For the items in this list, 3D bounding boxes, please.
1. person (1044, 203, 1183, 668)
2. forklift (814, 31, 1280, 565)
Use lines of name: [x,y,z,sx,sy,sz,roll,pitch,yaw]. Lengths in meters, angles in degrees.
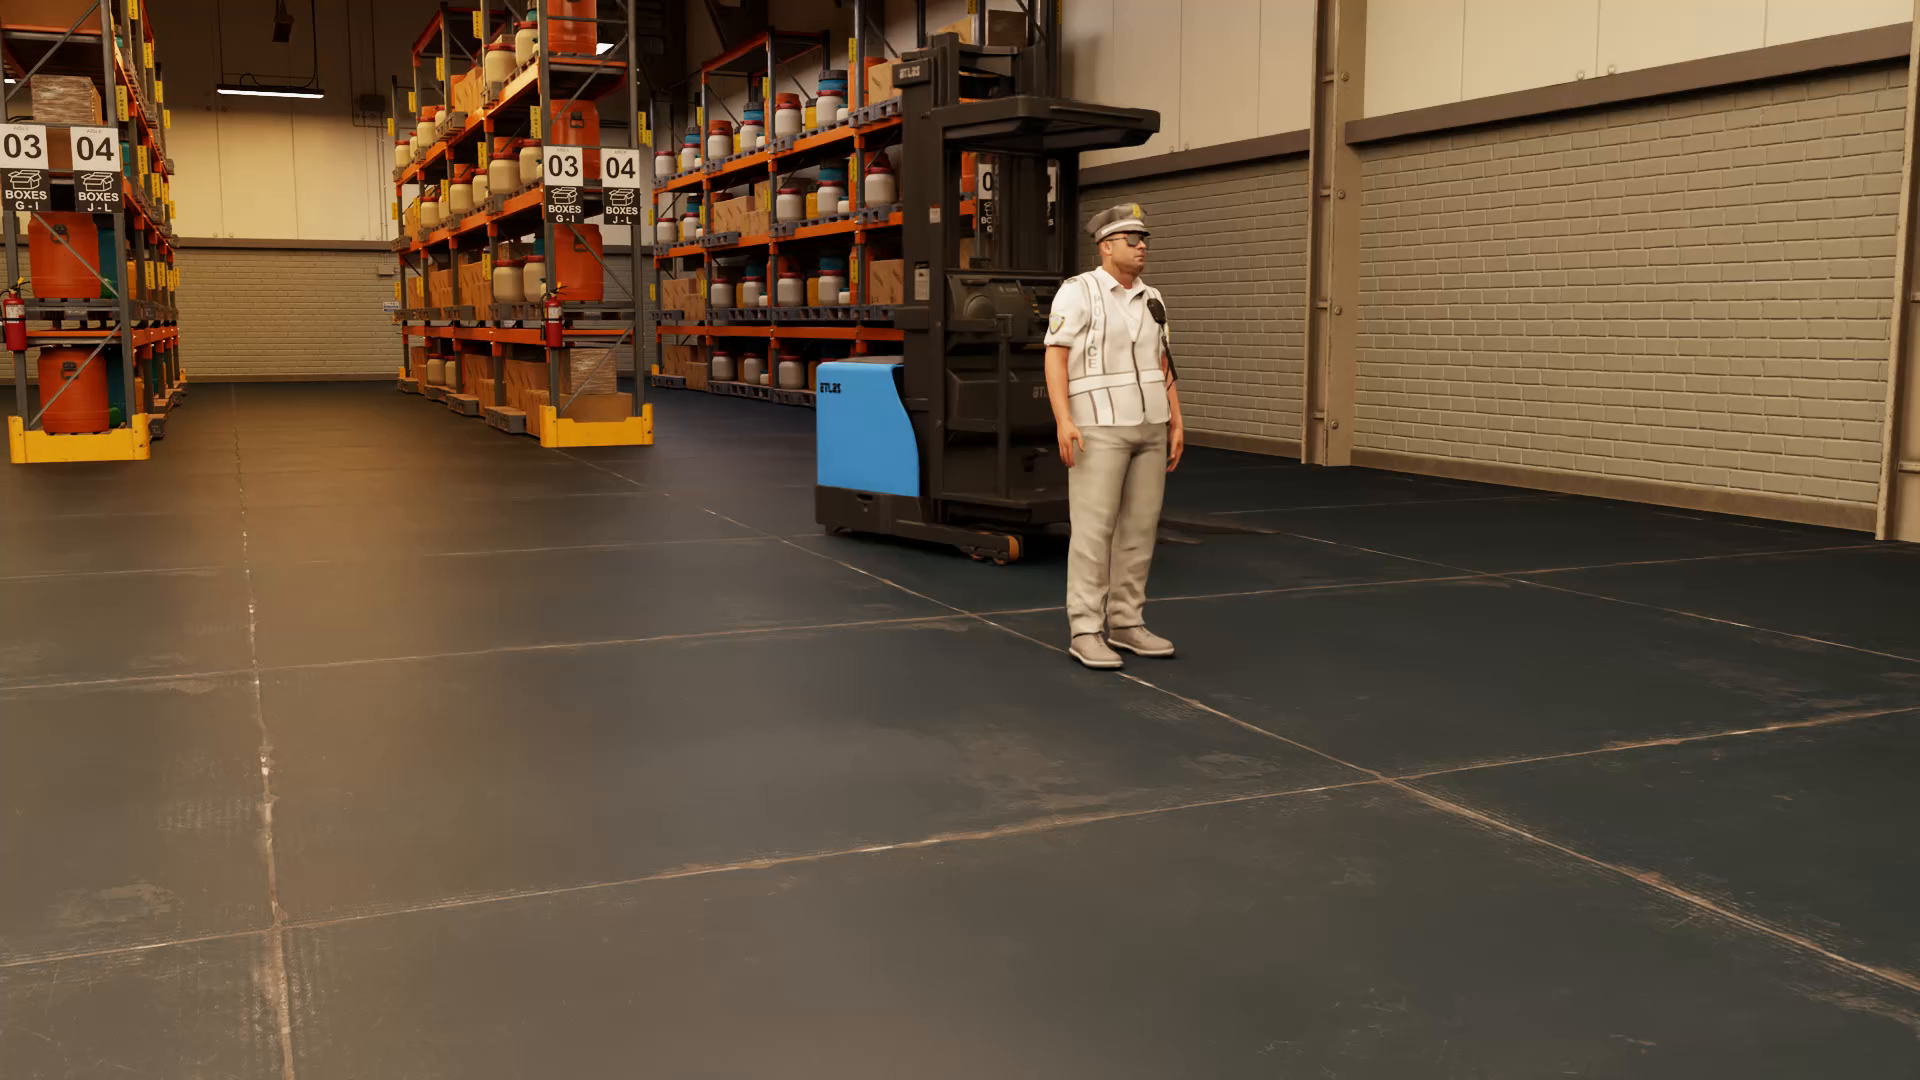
person: [0.667,-0.431,6.578,0.629,1.782,0.564,-5,9,-31]
forklift: [0.437,-1.391,9.493,1.130,2.935,3.031,-7,10,-41]
